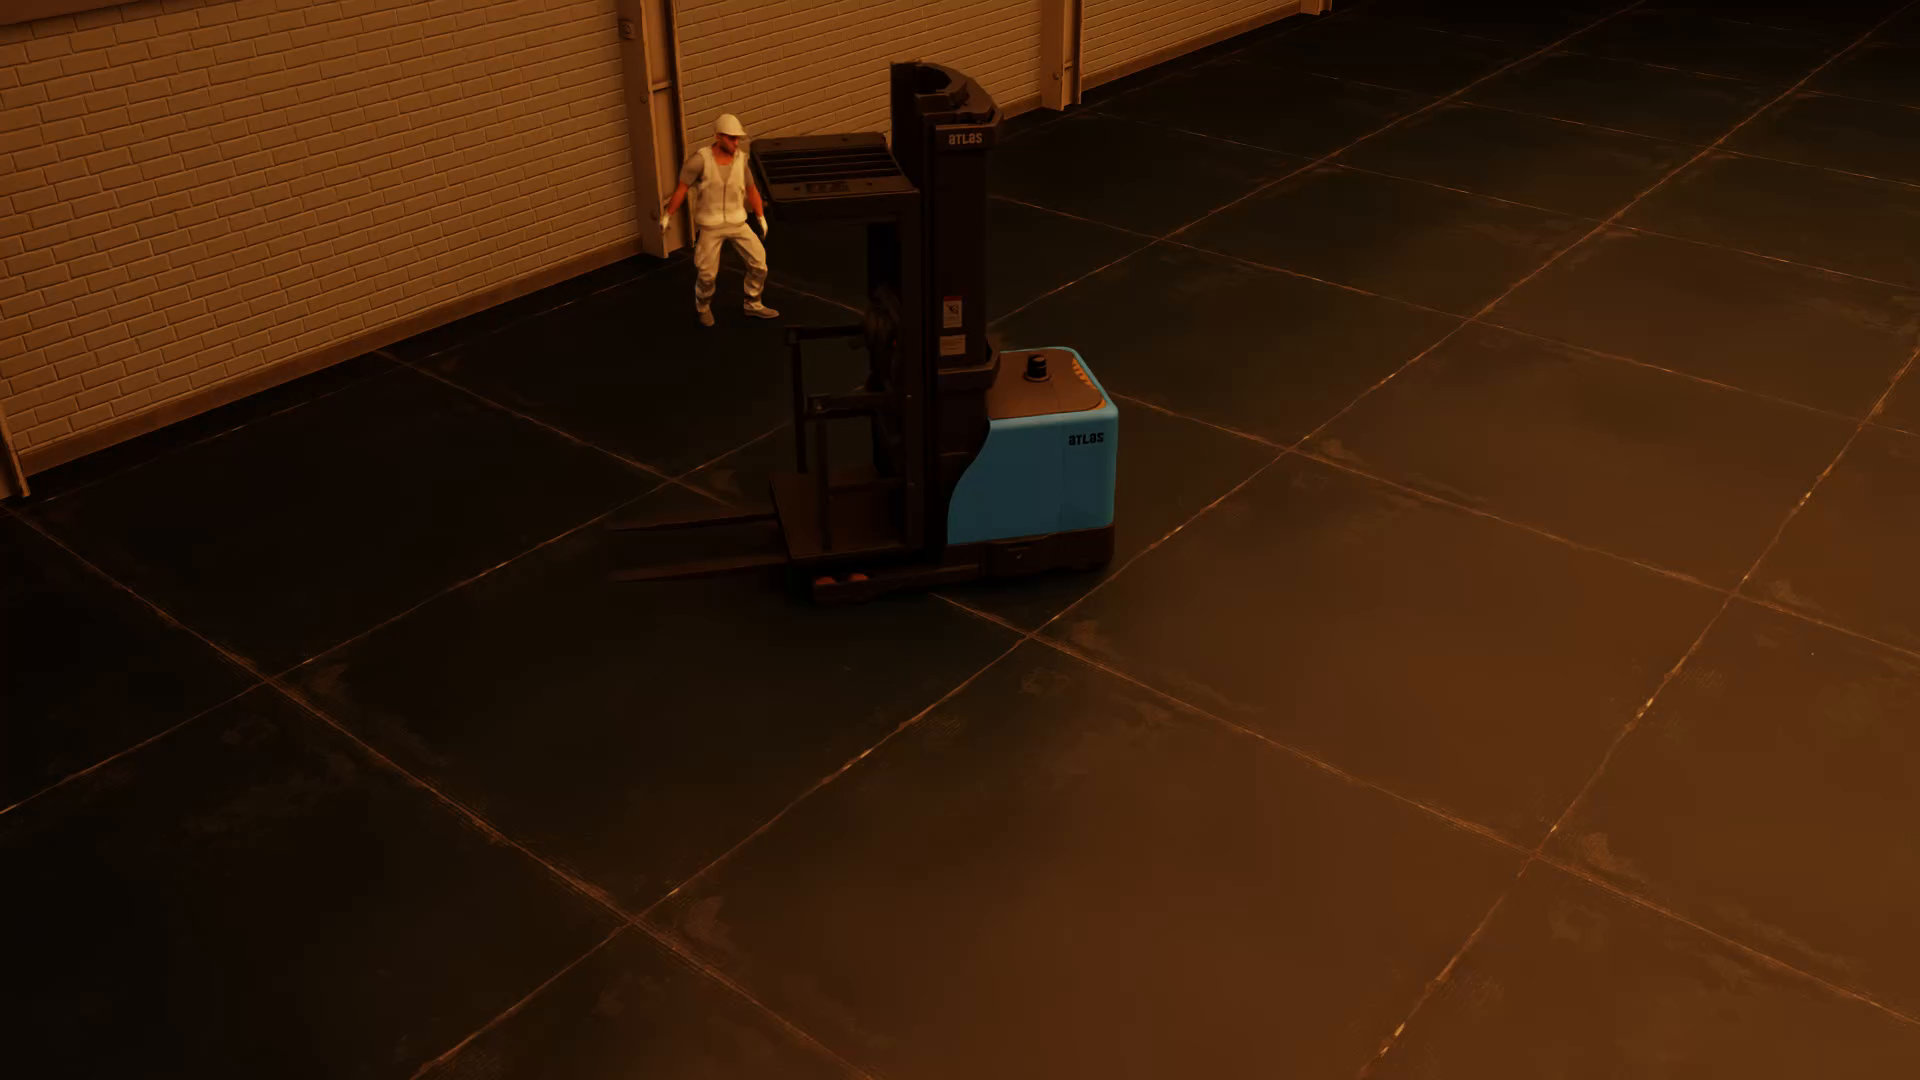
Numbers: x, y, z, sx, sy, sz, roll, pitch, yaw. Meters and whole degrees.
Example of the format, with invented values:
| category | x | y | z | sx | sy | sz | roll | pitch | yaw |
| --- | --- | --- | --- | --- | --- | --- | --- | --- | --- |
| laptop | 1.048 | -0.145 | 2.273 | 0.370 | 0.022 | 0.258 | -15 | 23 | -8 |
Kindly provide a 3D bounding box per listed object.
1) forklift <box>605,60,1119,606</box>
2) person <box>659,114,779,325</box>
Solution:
| category | x | y | z | sx | sy | sz | roll | pitch | yaw |
| --- | --- | --- | --- | --- | --- | --- | --- | --- | --- |
| forklift | -0.630 | -1.169 | 9.596 | 3.031 | 2.935 | 1.130 | -7 | 31 | -11 |
| person | -1.926 | -2.507 | 13.135 | 0.892 | 1.744 | 0.502 | -10 | 32 | -17 |
